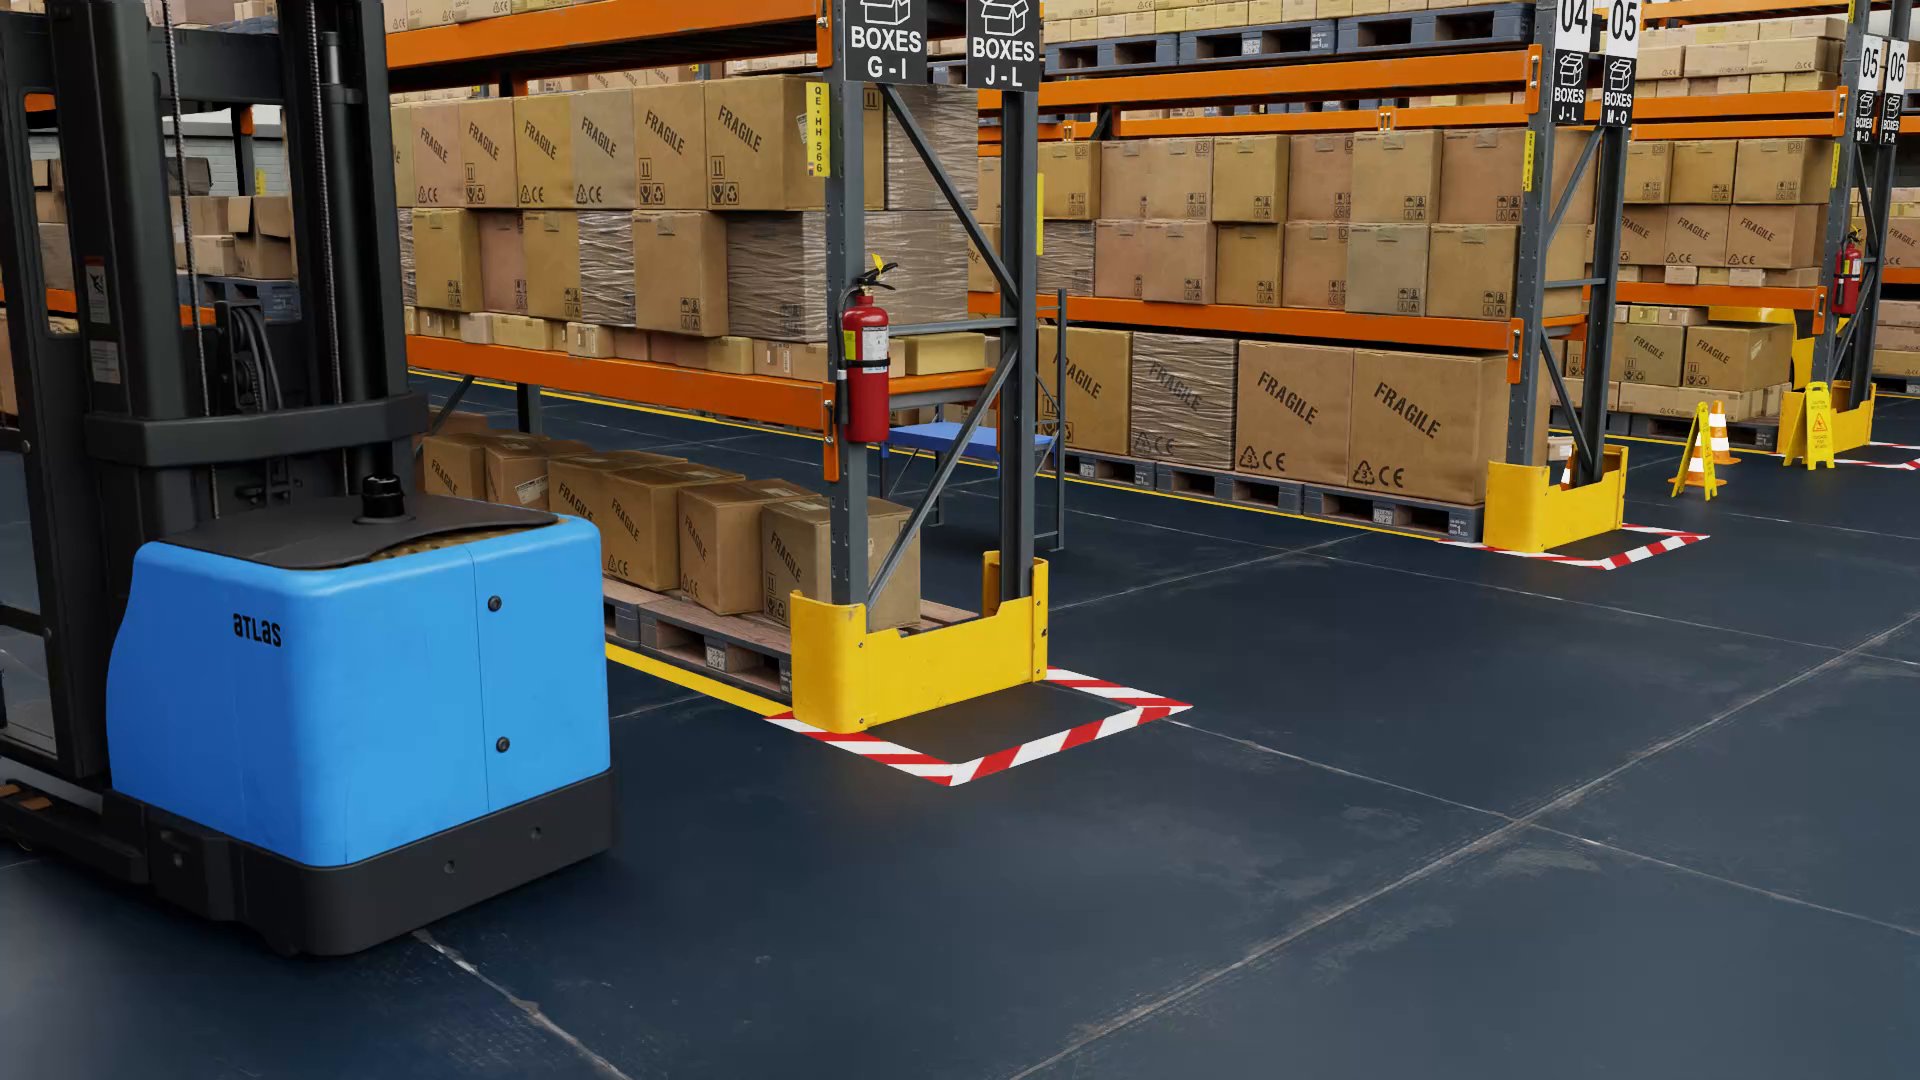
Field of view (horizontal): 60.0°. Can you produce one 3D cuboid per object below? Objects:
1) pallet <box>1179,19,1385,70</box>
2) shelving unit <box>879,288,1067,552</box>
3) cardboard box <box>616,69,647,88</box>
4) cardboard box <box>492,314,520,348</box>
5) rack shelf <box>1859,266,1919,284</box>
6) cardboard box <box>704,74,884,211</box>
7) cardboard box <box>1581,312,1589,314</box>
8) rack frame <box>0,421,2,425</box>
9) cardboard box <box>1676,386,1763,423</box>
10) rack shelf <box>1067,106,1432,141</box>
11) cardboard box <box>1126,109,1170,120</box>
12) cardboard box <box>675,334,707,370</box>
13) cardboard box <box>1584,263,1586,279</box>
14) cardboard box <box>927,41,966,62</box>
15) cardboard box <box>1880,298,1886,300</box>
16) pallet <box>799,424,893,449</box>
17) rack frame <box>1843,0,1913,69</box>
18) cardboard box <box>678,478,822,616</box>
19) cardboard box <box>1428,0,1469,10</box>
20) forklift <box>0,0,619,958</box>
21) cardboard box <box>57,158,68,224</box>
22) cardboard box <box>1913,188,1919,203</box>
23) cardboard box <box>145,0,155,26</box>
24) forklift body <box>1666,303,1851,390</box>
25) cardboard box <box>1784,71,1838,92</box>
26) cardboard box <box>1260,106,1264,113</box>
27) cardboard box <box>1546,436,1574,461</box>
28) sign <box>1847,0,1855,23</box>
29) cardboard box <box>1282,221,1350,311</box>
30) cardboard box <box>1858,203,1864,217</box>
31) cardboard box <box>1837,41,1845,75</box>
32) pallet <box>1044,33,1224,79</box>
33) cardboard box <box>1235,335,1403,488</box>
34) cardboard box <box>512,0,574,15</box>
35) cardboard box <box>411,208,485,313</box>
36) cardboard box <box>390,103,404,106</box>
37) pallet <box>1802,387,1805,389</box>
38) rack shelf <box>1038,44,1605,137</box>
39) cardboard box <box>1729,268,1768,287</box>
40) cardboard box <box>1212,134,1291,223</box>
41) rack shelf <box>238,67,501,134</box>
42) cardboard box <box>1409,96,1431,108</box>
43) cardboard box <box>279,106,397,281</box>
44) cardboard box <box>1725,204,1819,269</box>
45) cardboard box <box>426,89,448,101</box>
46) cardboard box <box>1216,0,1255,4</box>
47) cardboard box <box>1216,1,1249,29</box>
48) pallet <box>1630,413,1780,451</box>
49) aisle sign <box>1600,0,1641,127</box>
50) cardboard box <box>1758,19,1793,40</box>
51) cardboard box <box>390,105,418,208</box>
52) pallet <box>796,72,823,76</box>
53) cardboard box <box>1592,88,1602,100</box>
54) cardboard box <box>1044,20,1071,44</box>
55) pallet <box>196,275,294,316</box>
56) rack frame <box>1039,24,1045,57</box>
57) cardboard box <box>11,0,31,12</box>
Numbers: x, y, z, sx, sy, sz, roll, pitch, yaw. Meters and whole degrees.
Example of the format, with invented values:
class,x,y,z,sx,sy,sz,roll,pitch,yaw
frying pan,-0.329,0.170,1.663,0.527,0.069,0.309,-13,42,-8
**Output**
class,x,y,z,sx,sy,sz,roll,pitch,yaw
pallet,2.199,-3.208,10.833,1.003,0.211,1.213,-11,16,-43
shelving unit,0.059,-0.722,9.700,0.538,1.500,1.048,-11,16,-43
cardboard box,-2.892,-4.302,15.676,0.500,0.500,0.500,-11,16,-43
cardboard box,-2.042,-1.029,8.095,0.380,0.149,0.250,-11,16,-43
rack shelf,9.282,-2.833,18.013,1.077,0.370,4.000,-11,16,-43
cardboard box,-0.650,-1.551,6.542,0.500,0.500,0.500,-11,16,-43
cardboard box,5.622,-1.814,15.199,0.500,0.500,0.500,-10,15,-40
rack frame,-8.379,-2.572,14.961,1.000,3.000,0.127,-11,16,-43
cardboard box,6.306,-1.144,13.806,0.500,0.250,0.500,-11,16,-43
rack shelf,2.932,-4.194,17.184,1.077,0.370,4.000,-11,16,-43
cardboard box,2.199,-4.747,17.840,0.700,0.500,0.500,-11,16,-43
cardboard box,-0.981,-0.815,7.056,0.380,0.149,0.250,-11,16,-43
cardboard box,5.370,-2.351,14.510,0.380,0.149,0.250,-11,16,-43
cardboard box,-0.209,-3.881,12.963,0.500,0.250,0.500,-11,16,-43
cardboard box,9.407,-2.412,17.481,0.500,0.250,0.500,-11,16,-42
pallet,-0.631,-0.995,14.219,1.003,0.211,1.213,-11,16,-43
rack frame,7.076,-5.140,12.558,1.000,3.000,0.127,-11,16,-43
cardboard box,-0.948,0.022,7.524,0.500,0.500,0.500,-6,13,-28
cardboard box,2.917,-3.136,9.599,0.380,0.149,0.250,-11,16,-42
forklift,-2.536,-0.541,5.274,3.031,2.935,1.130,8,14,35
cardboard box,-6.557,-2.733,13.009,0.797,0.503,0.637,-10,16,-41
cardboard box,9.870,-3.495,16.850,0.380,0.149,0.250,-10,16,-41
cardboard box,-5.130,-3.572,10.896,0.500,0.500,0.500,-11,16,-42
forklift body,8.034,-2.501,16.718,2.313,2.155,1.214,-11,16,-43
cardboard box,6.627,-3.561,12.950,0.380,0.149,0.250,-11,16,-42
cardboard box,4.189,-5.783,22.498,0.380,0.149,0.250,-11,16,-43
cardboard box,4.710,-0.715,13.013,0.380,0.149,0.250,-3,12,-13
sign,6.661,-4.030,12.410,0.100,0.325,0.005,-11,16,-43
cardboard box,2.585,-1.795,10.817,0.875,0.550,0.550,-11,16,-43
cardboard box,9.507,-3.422,17.231,0.250,0.149,0.380,11,16,43
cardboard box,6.921,-3.853,13.382,0.500,0.250,0.500,-11,16,-44
pallet,1.361,-3.386,11.697,1.003,0.211,1.213,-11,16,-43
cardboard box,2.440,-0.880,10.973,0.875,0.875,0.875,-11,16,-43
cardboard box,-1.654,-2.472,7.416,0.500,0.250,0.500,-11,16,-44
cardboard box,-2.268,-1.447,8.515,0.875,0.500,0.500,-11,16,-43
cardboard box,-6.284,-4.899,19.194,0.500,0.250,0.500,-11,16,-43
pallet,9.267,-1.812,18.182,1.003,0.211,1.213,-11,16,-43
rack shelf,2.184,-2.906,10.930,1.077,0.370,4.000,-11,16,-43
cardboard box,6.408,-2.125,13.413,0.380,0.149,0.250,-11,16,-43
cardboard box,2.142,-2.386,11.012,0.875,0.550,0.500,-11,16,-43
rack shelf,-4.235,-2.813,10.481,1.077,0.370,4.000,-11,16,-43
cardboard box,4.352,-4.051,15.329,0.380,0.149,0.250,-11,16,-43
cardboard box,-3.301,-2.039,9.849,1.000,1.000,1.000,-11,16,-42
cardboard box,6.502,-2.437,13.321,0.500,0.500,0.500,-11,16,-44
cardboard box,-5.575,-4.998,18.438,0.500,0.250,0.500,11,16,43
cardboard box,1.987,-3.546,10.600,0.500,0.250,0.500,-11,16,-42
cardboard box,1.859,-3.359,10.682,0.380,0.149,0.250,-11,16,-42
pallet,6.488,-0.970,14.098,1.003,0.211,1.213,-11,16,-43
aisle sign,3.831,-2.802,9.634,0.394,0.787,0.004,-11,16,-43
cardboard box,6.478,-3.989,13.054,0.380,0.149,0.250,-11,16,-42
cardboard box,-2.727,-1.988,8.662,0.500,0.500,0.500,-11,16,-43
pallet,-0.702,-3.792,13.917,1.003,0.211,1.213,-10,15,-40
cardboard box,5.534,-3.779,14.008,0.380,0.149,0.250,-11,16,-43
cardboard box,0.809,-3.581,11.760,0.380,0.149,0.250,-11,16,-43
pallet,-4.220,-1.611,10.772,1.003,0.211,1.213,-11,16,-43
rack frame,0.803,-5.019,11.972,1.000,3.000,0.127,-11,16,-43
cardboard box,-7.042,-4.009,13.205,0.797,0.503,0.637,-11,16,-43
